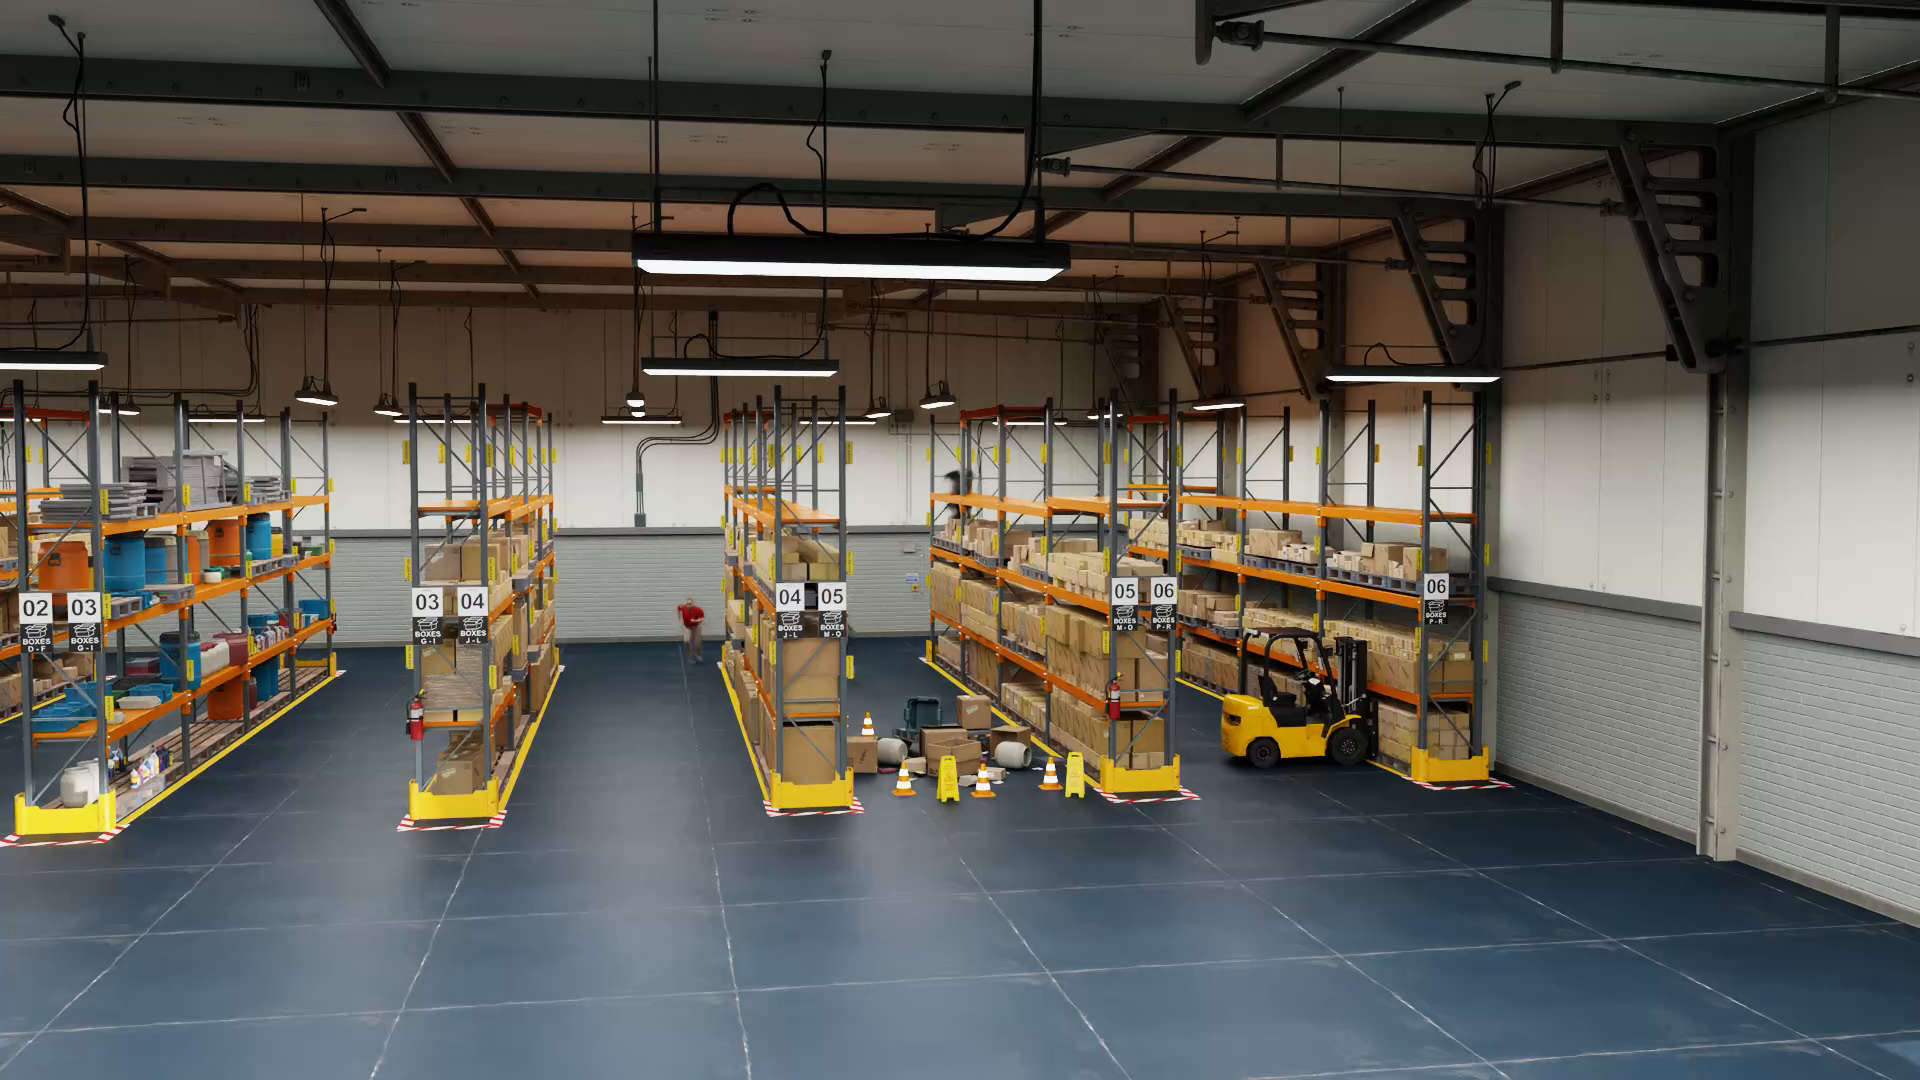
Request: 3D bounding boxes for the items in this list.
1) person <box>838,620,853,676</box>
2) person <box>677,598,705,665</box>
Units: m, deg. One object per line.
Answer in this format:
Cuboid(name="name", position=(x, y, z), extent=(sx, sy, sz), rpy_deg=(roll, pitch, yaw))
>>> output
Cuboid(name="person", position=(-2.753, 2.294, 37.737), extent=(0.524, 1.561, 0.620), rpy_deg=(-1, 3, -20))
Cuboid(name="person", position=(-6.442, 2.207, 39.956), extent=(0.714, 1.670, 1.013), rpy_deg=(0, 3, 6))
